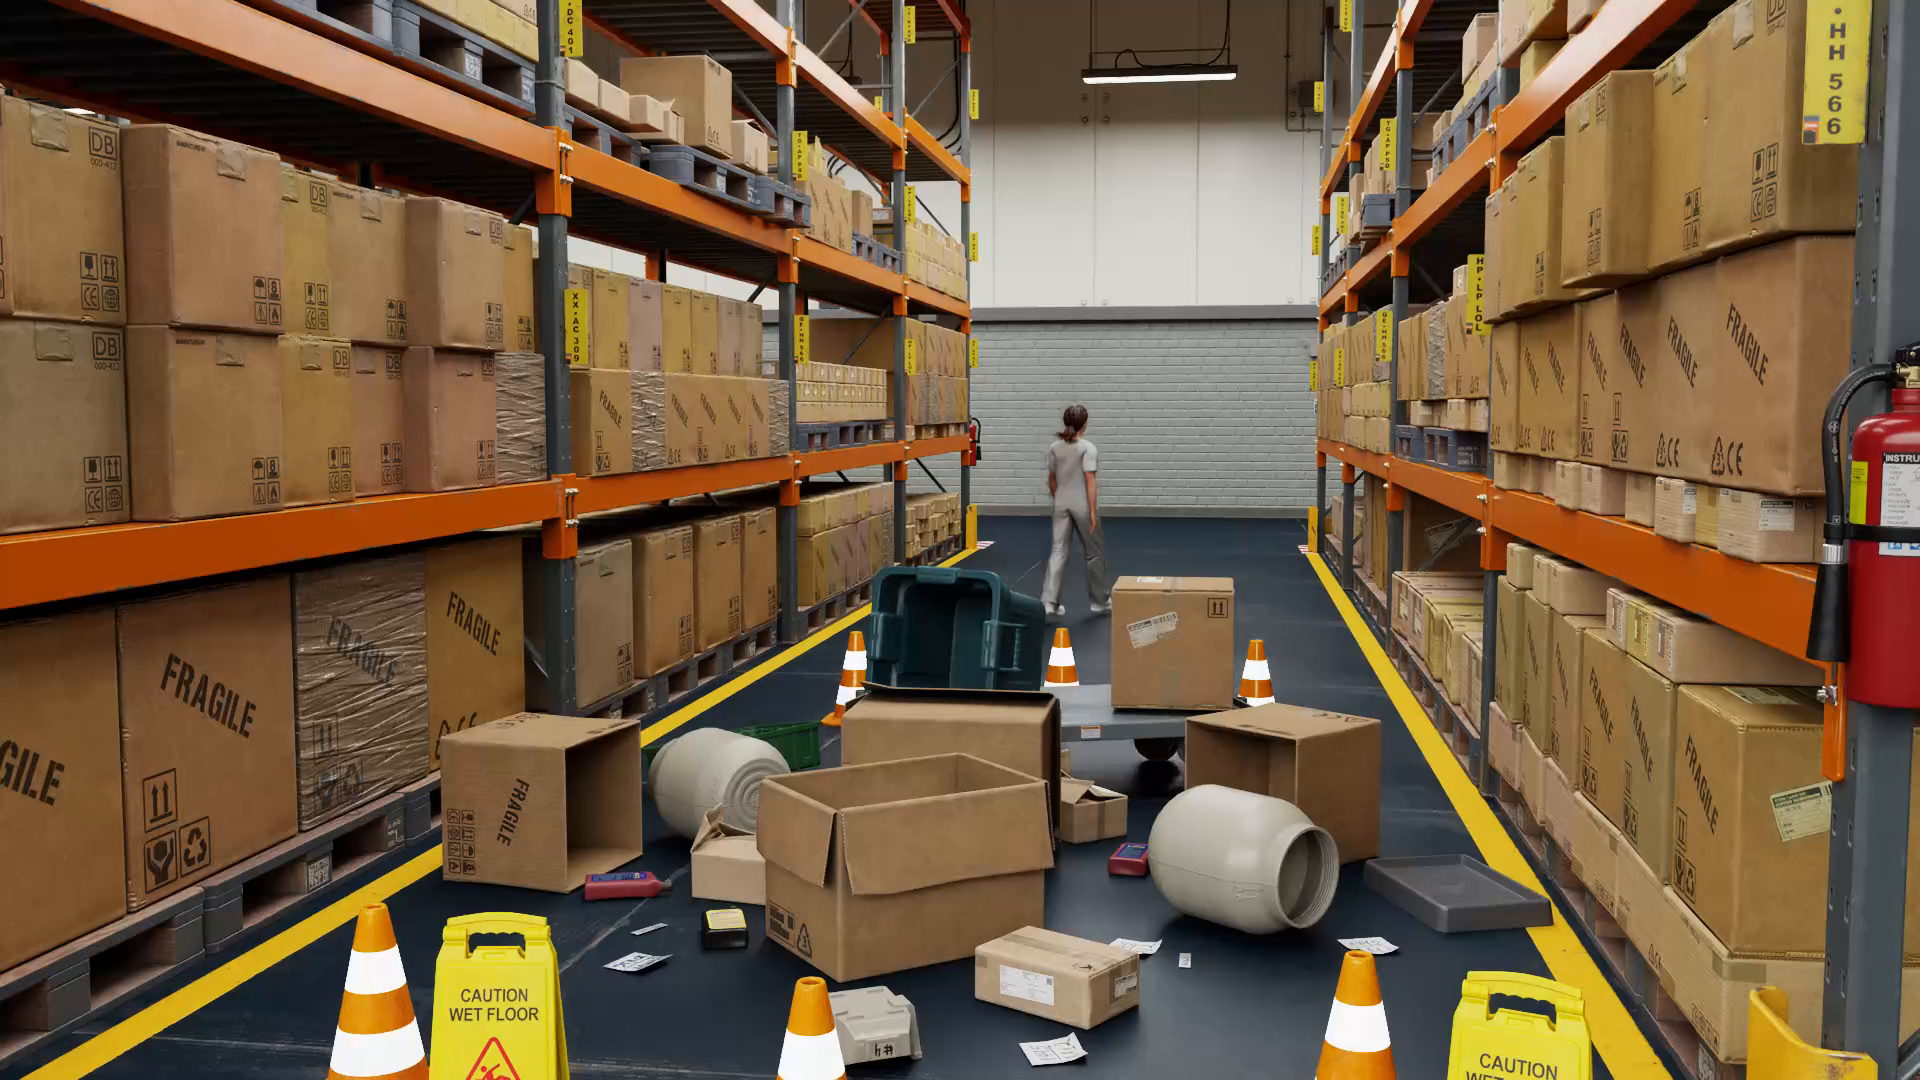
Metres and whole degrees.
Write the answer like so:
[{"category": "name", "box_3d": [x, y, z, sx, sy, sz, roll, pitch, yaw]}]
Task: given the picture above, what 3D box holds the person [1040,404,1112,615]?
[{"category": "person", "box_3d": [0.894, -0.232, 12.780, 0.464, 1.615, 1.022, 2, 5, 28]}]
